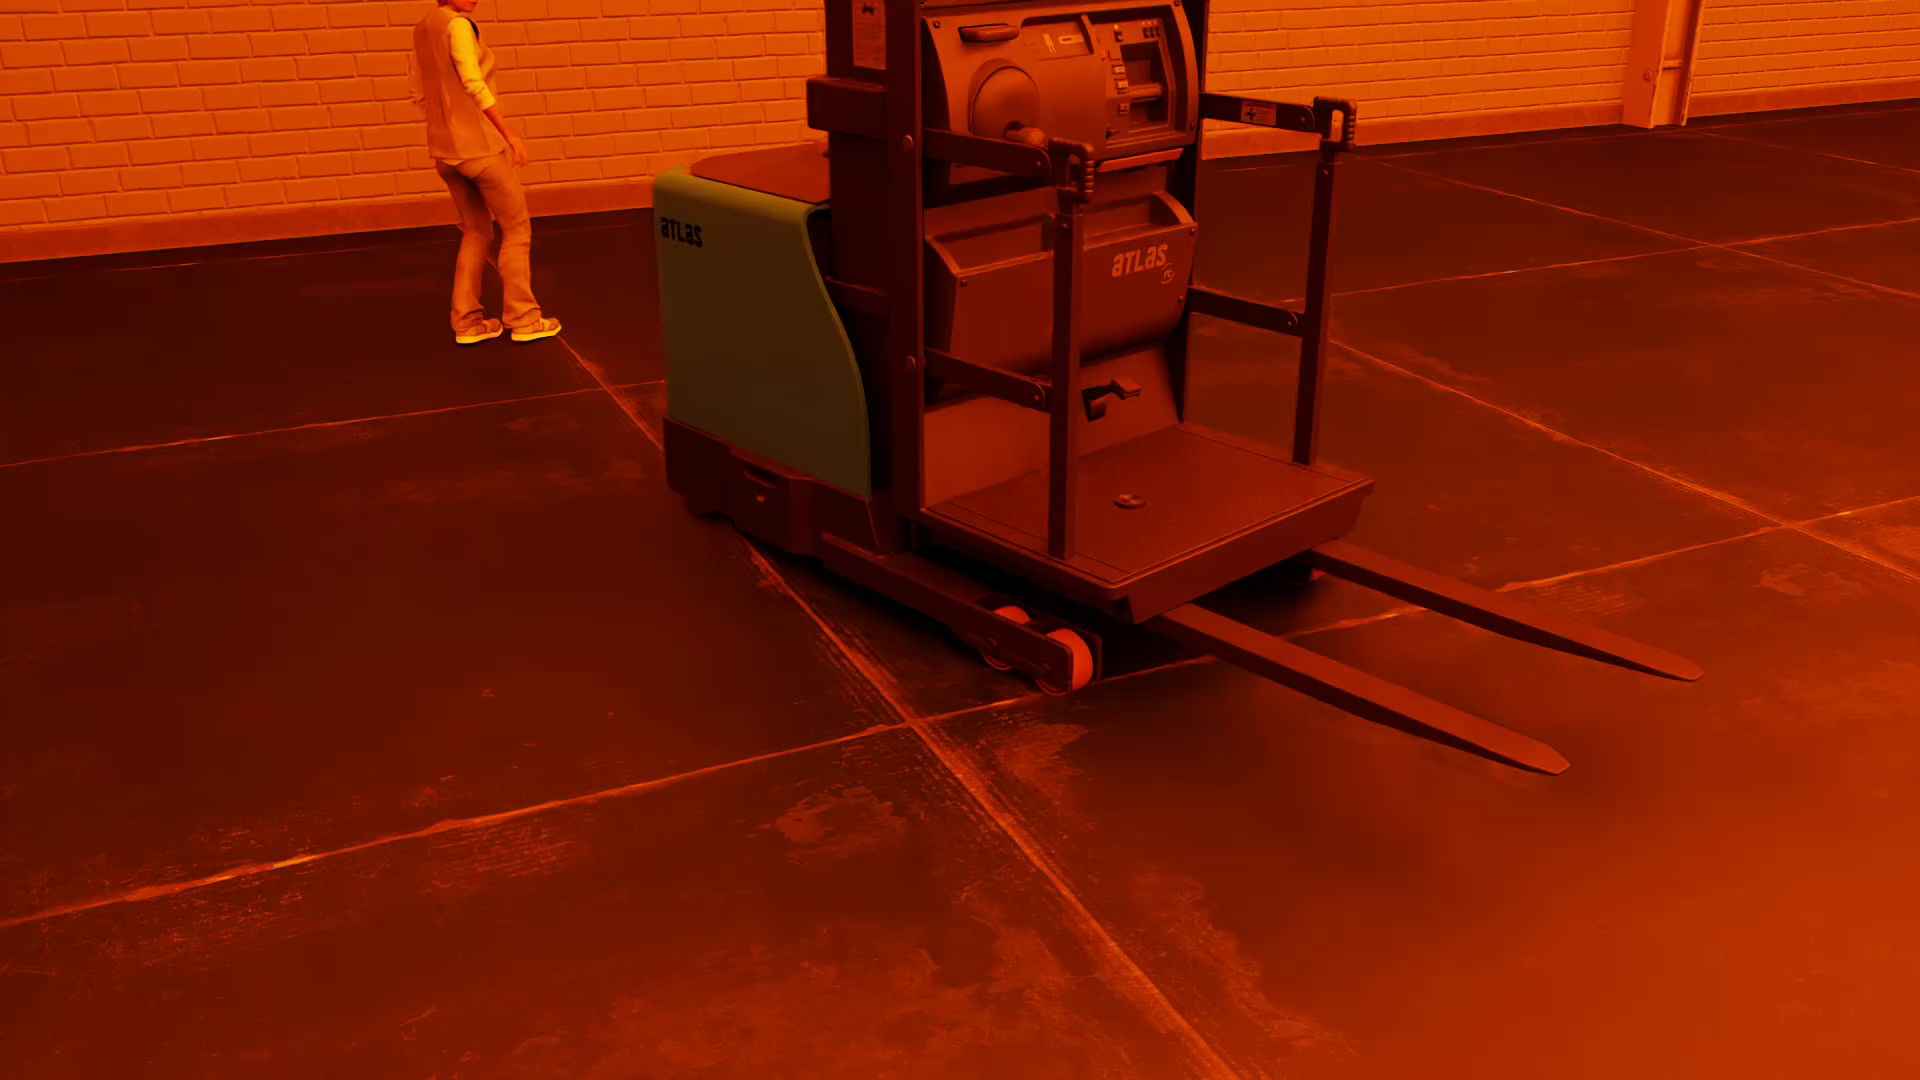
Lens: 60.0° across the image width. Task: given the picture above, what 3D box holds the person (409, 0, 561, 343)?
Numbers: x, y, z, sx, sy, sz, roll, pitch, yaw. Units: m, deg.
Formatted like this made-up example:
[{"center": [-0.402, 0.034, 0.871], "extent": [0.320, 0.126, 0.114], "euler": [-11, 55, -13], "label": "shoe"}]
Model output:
[{"center": [-2.004, -1.611, 6.934], "extent": [0.622, 1.580, 0.453], "euler": [17, 28, 35], "label": "person"}]

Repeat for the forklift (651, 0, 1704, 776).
[{"center": [0.428, -1.184, 4.136], "extent": [1.130, 2.935, 3.031], "euler": [-20, 30, -39], "label": "forklift"}]
